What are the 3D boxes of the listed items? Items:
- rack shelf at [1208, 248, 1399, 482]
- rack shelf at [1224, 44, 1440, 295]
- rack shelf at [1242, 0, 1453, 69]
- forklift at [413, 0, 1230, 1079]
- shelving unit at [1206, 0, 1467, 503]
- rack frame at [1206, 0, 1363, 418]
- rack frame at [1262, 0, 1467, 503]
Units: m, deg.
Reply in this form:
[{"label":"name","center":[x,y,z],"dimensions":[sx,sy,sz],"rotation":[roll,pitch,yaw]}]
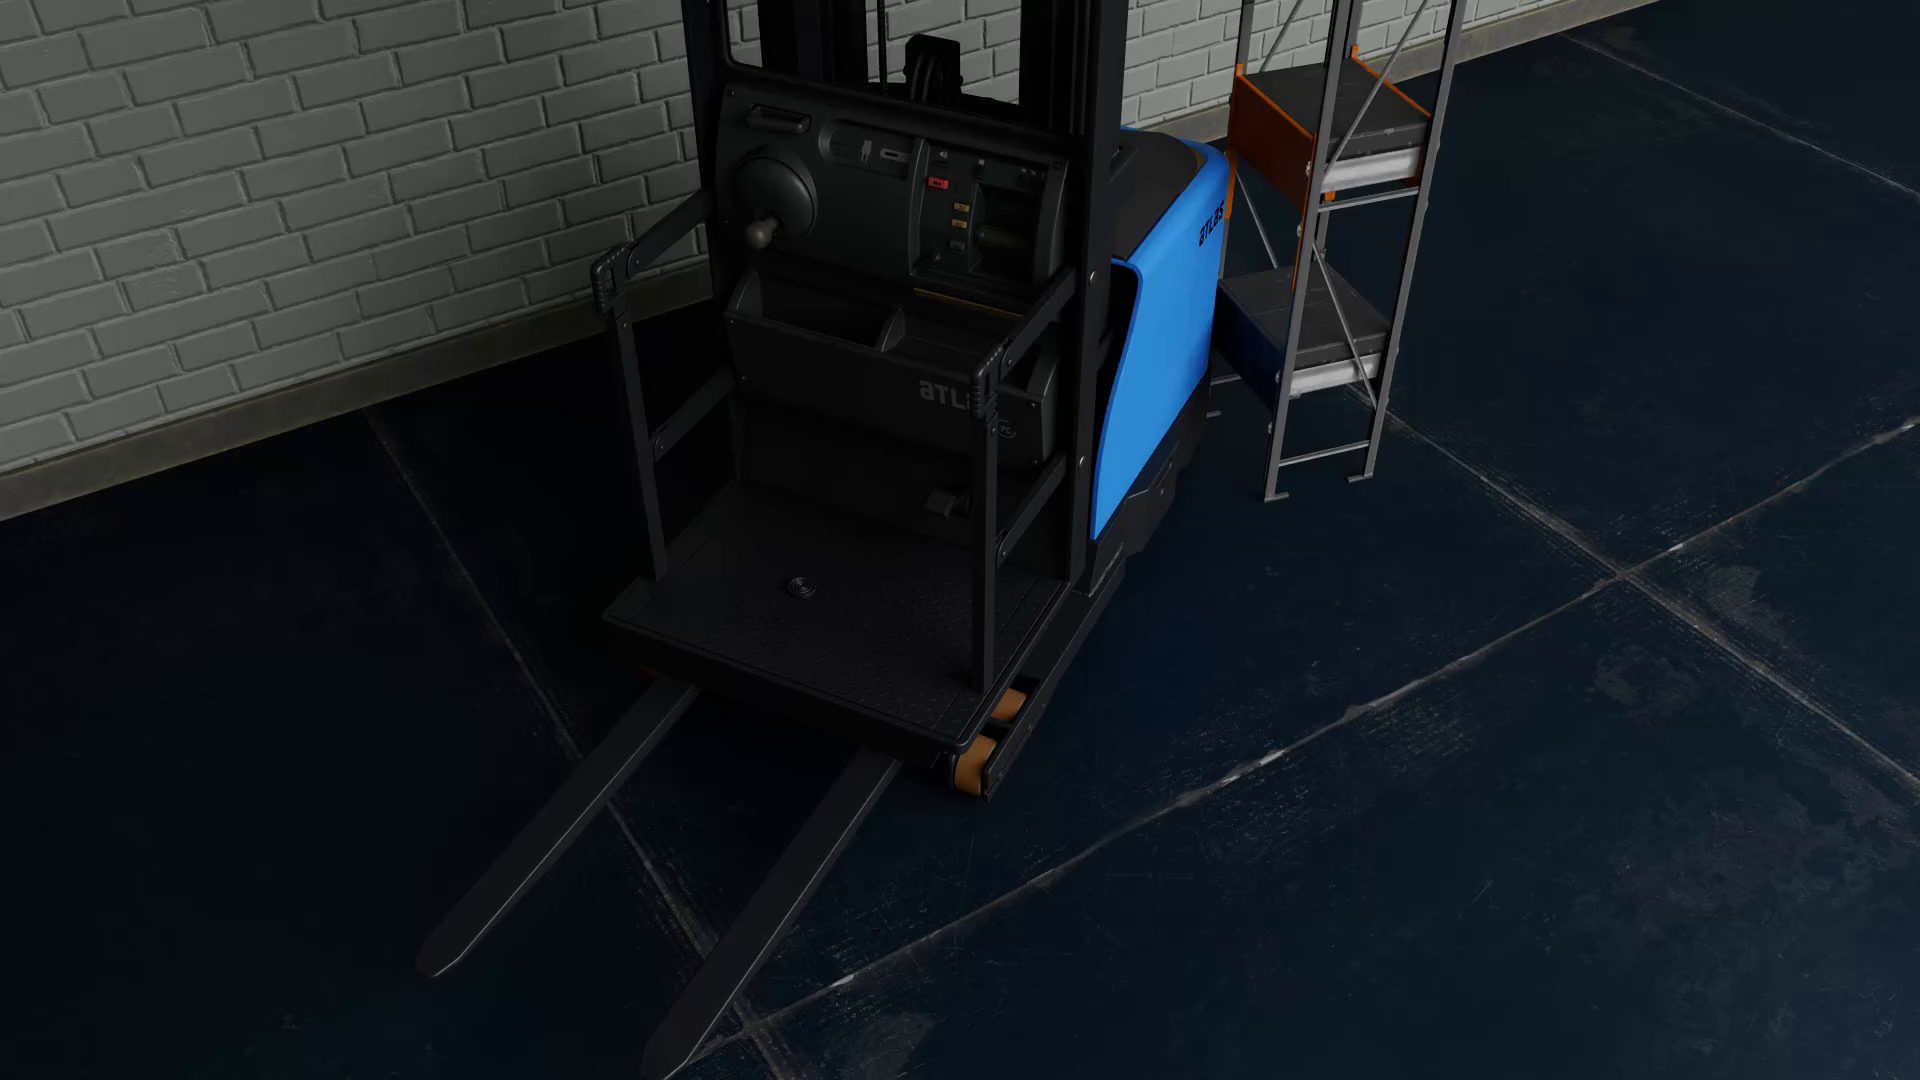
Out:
[{"label":"rack shelf","center":[1.089,-0.573,5.413],"dimensions":[0.431,0.518,0.480],"rotation":[-13,42,-15]},{"label":"rack shelf","center":[1.089,-1.111,4.965],"dimensions":[0.431,0.518,0.480],"rotation":[-13,42,-15]},{"label":"rack shelf","center":[1.089,-1.649,4.516],"dimensions":[0.431,0.518,0.480],"rotation":[-13,42,-15]},{"label":"forklift","center":[-0.272,-0.768,3.881],"dimensions":[1.130,2.935,3.031],"rotation":[17,43,20]},{"label":"shelving unit","center":[1.089,-1.122,4.956],"dimensions":[0.431,2.100,0.503],"rotation":[-13,42,-15]},{"label":"rack frame","center":[1.006,-1.269,5.132],"dimensions":[0.400,2.100,0.015],"rotation":[-13,42,-15]},{"label":"rack frame","center":[1.172,-0.975,4.780],"dimensions":[0.400,2.100,0.015],"rotation":[-13,42,-15]}]
